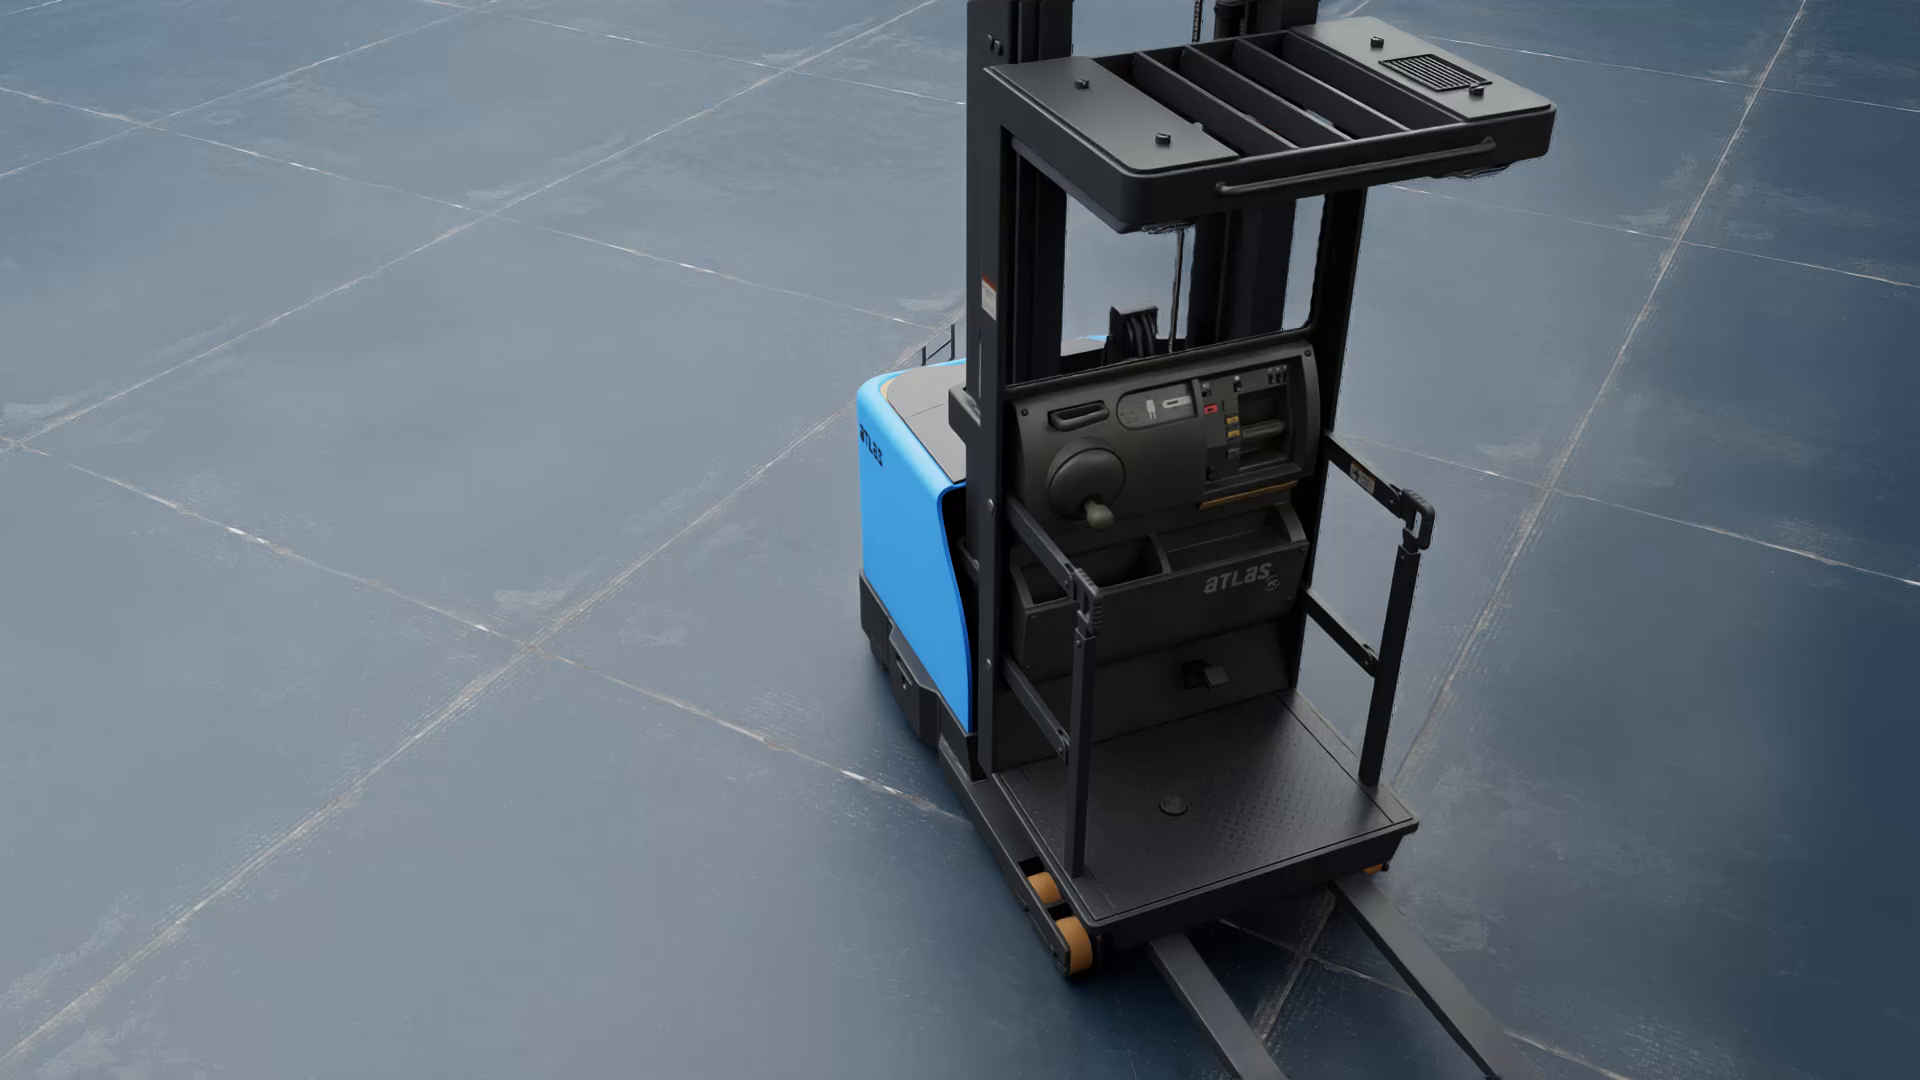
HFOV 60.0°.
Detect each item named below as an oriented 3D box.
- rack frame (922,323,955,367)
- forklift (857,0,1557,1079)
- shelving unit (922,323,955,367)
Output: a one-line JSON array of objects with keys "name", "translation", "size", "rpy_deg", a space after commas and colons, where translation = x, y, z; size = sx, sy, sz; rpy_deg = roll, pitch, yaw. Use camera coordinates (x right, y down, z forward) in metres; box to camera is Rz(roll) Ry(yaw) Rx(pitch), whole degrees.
[{"name": "rack frame", "translation": [-0.081, -0.400, 6.539], "size": [0.006, 0.900, 0.240], "rpy_deg": [18, 37, 24]}, {"name": "forklift", "translation": [0.672, -0.226, 4.446], "size": [1.130, 2.935, 3.031], "rpy_deg": [-13, 36, -19]}, {"name": "shelving unit", "translation": [0.007, -0.372, 6.497], "size": [0.210, 0.900, 0.258], "rpy_deg": [18, 37, 24]}]
